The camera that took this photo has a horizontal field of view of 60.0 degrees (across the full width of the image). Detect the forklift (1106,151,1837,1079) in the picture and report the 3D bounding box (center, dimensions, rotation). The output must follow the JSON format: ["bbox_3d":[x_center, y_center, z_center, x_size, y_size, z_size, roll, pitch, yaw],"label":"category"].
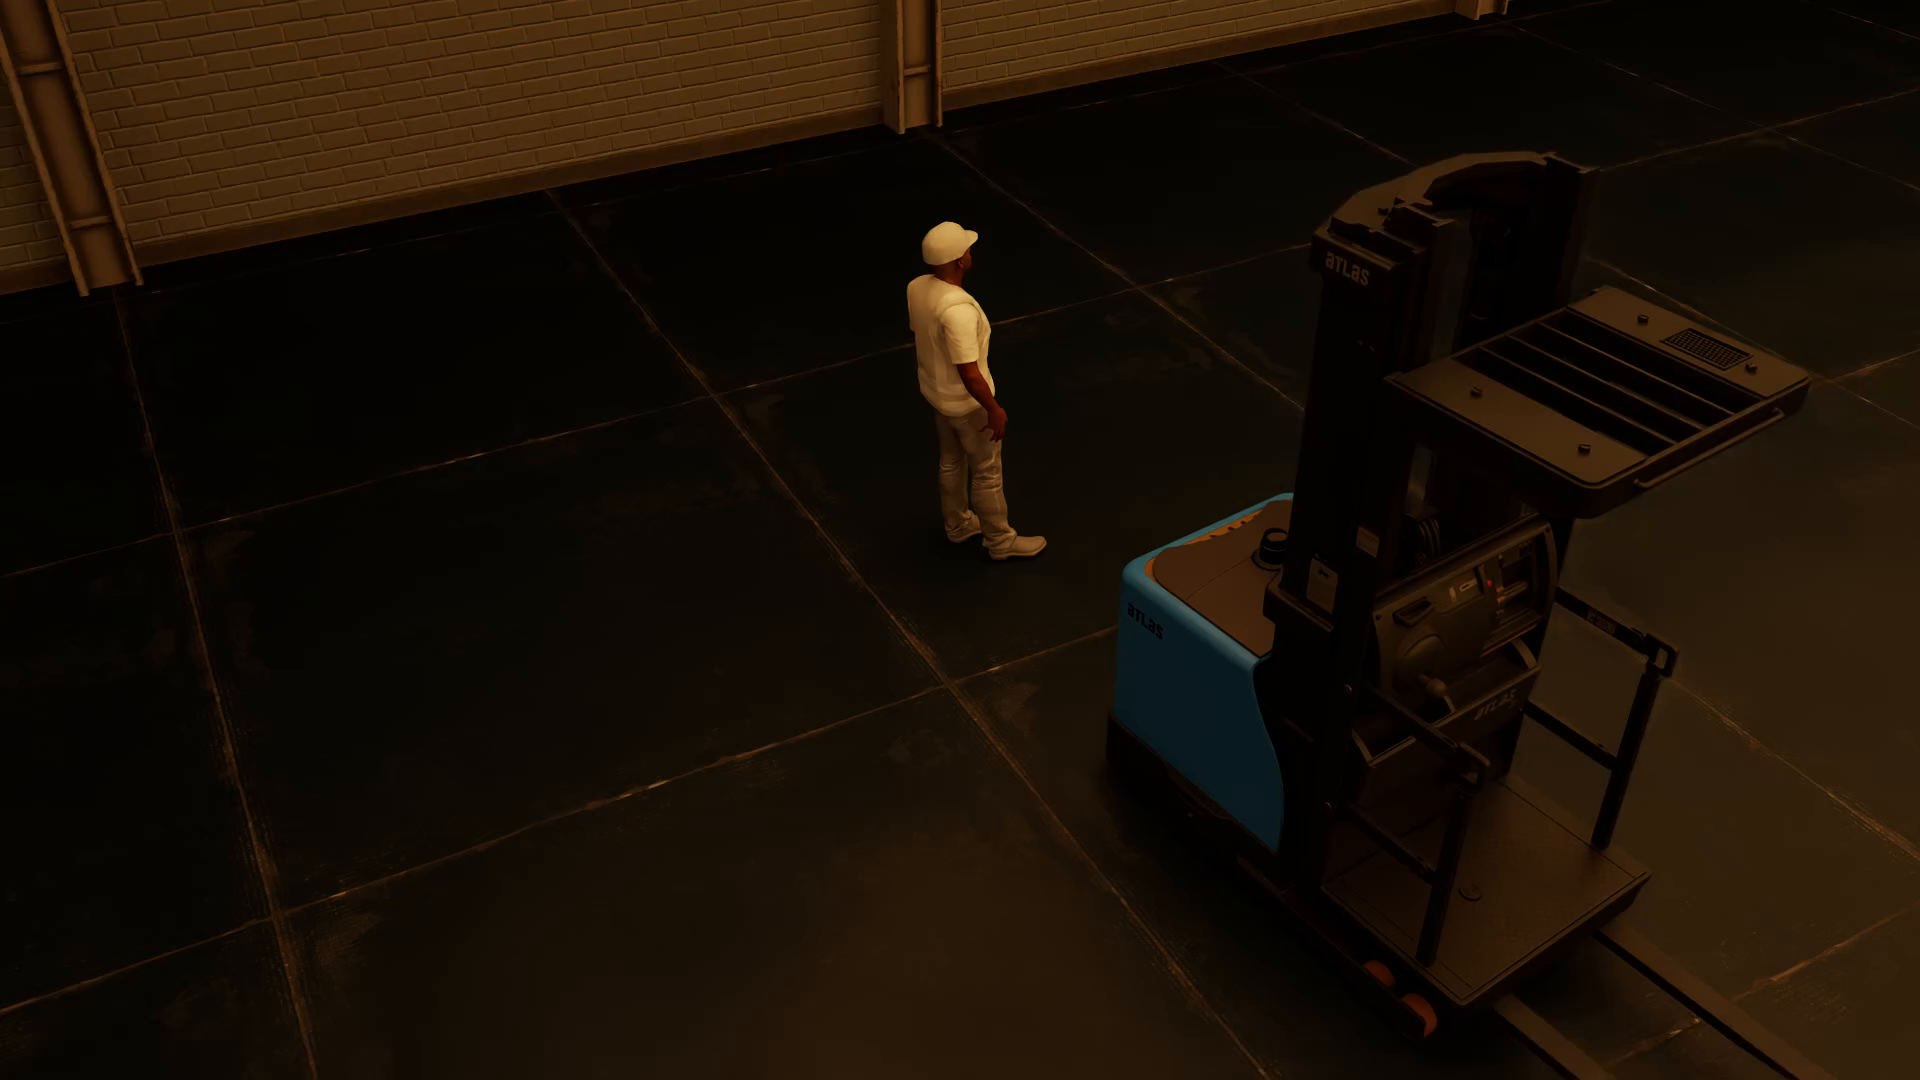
[{"bbox_3d":[1.900,0.307,5.689,1.130,2.935,3.031,-22,41,-28],"label":"forklift"}]

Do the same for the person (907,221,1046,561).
[{"bbox_3d":[0.064,-0.743,8.170,0.577,1.765,0.665,-17,39,-23],"label":"person"}]
